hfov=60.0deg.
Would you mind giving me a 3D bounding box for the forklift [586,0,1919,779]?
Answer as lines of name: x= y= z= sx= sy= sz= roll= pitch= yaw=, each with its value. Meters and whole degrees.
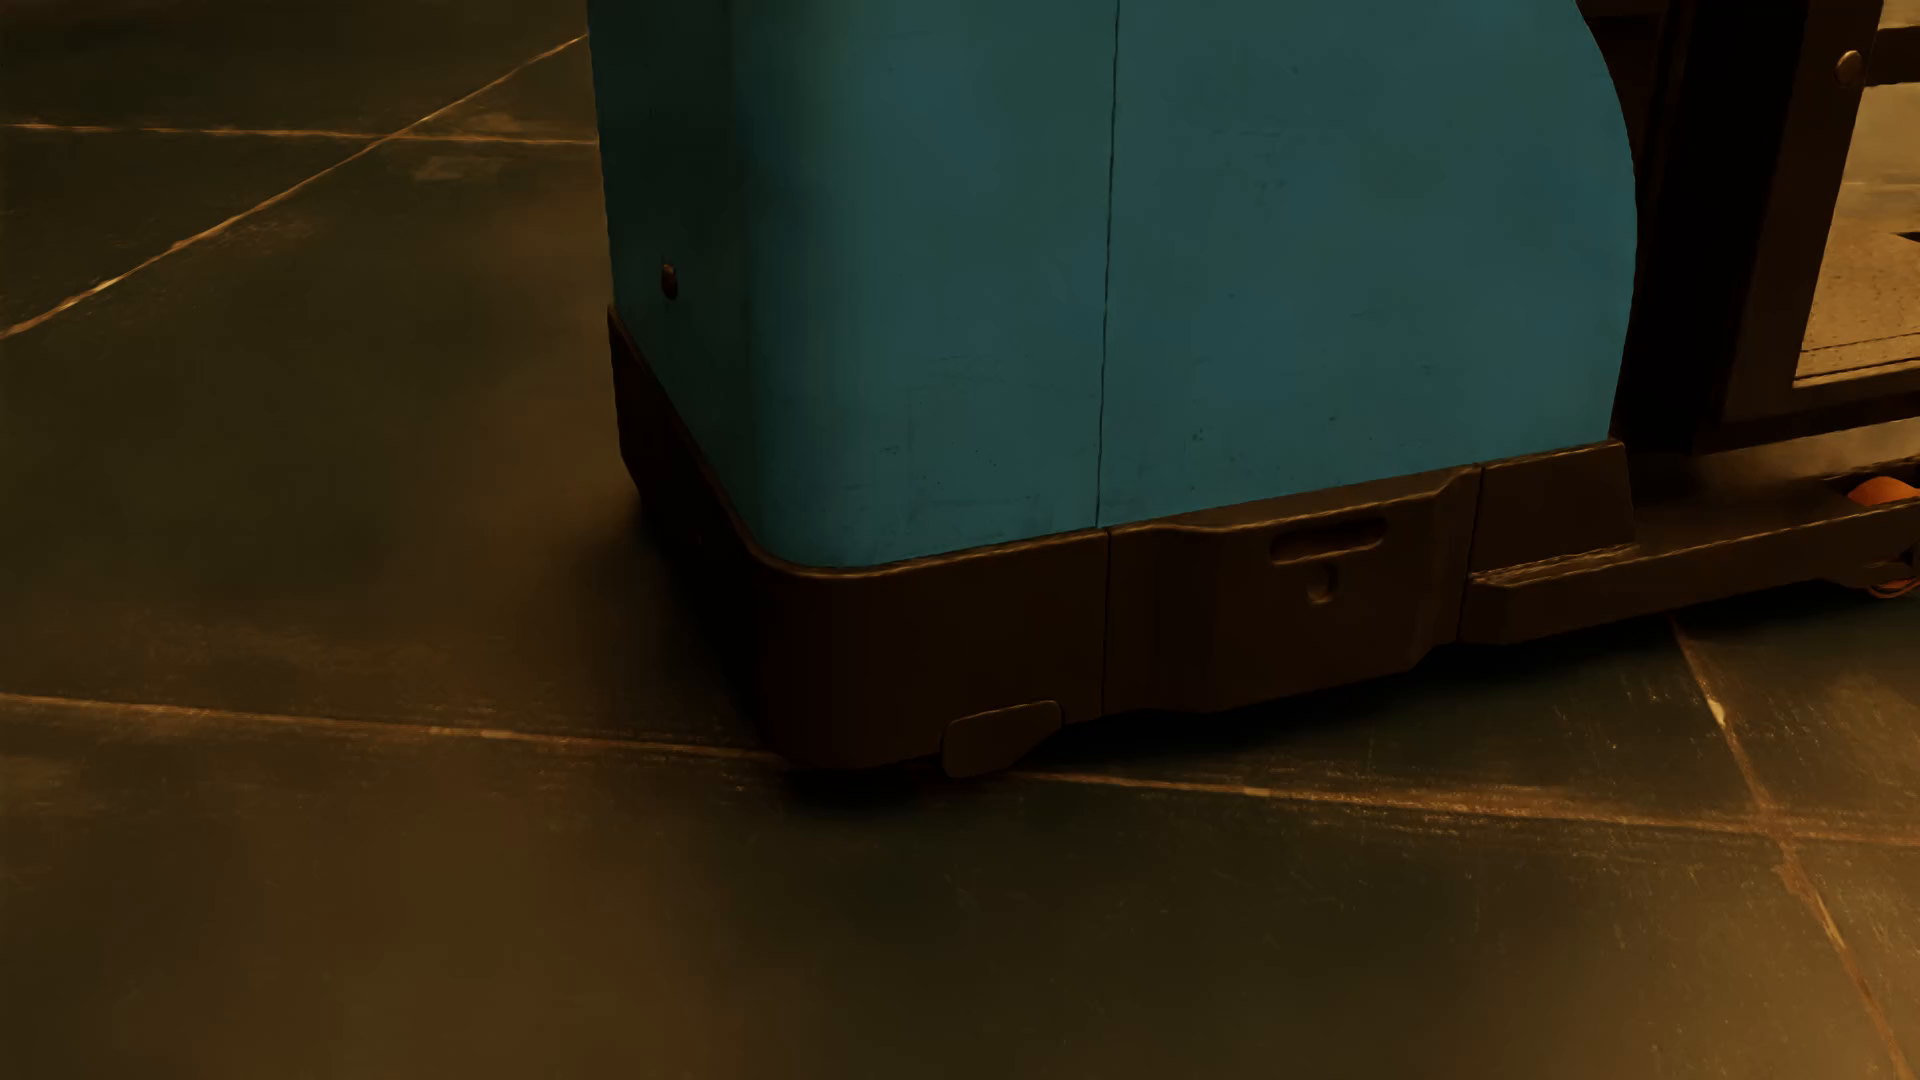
forklift: x=1.038 y=-1.440 z=2.103 sx=3.031 sy=2.935 sz=1.130 roll=-10 pitch=28 yaw=-19
